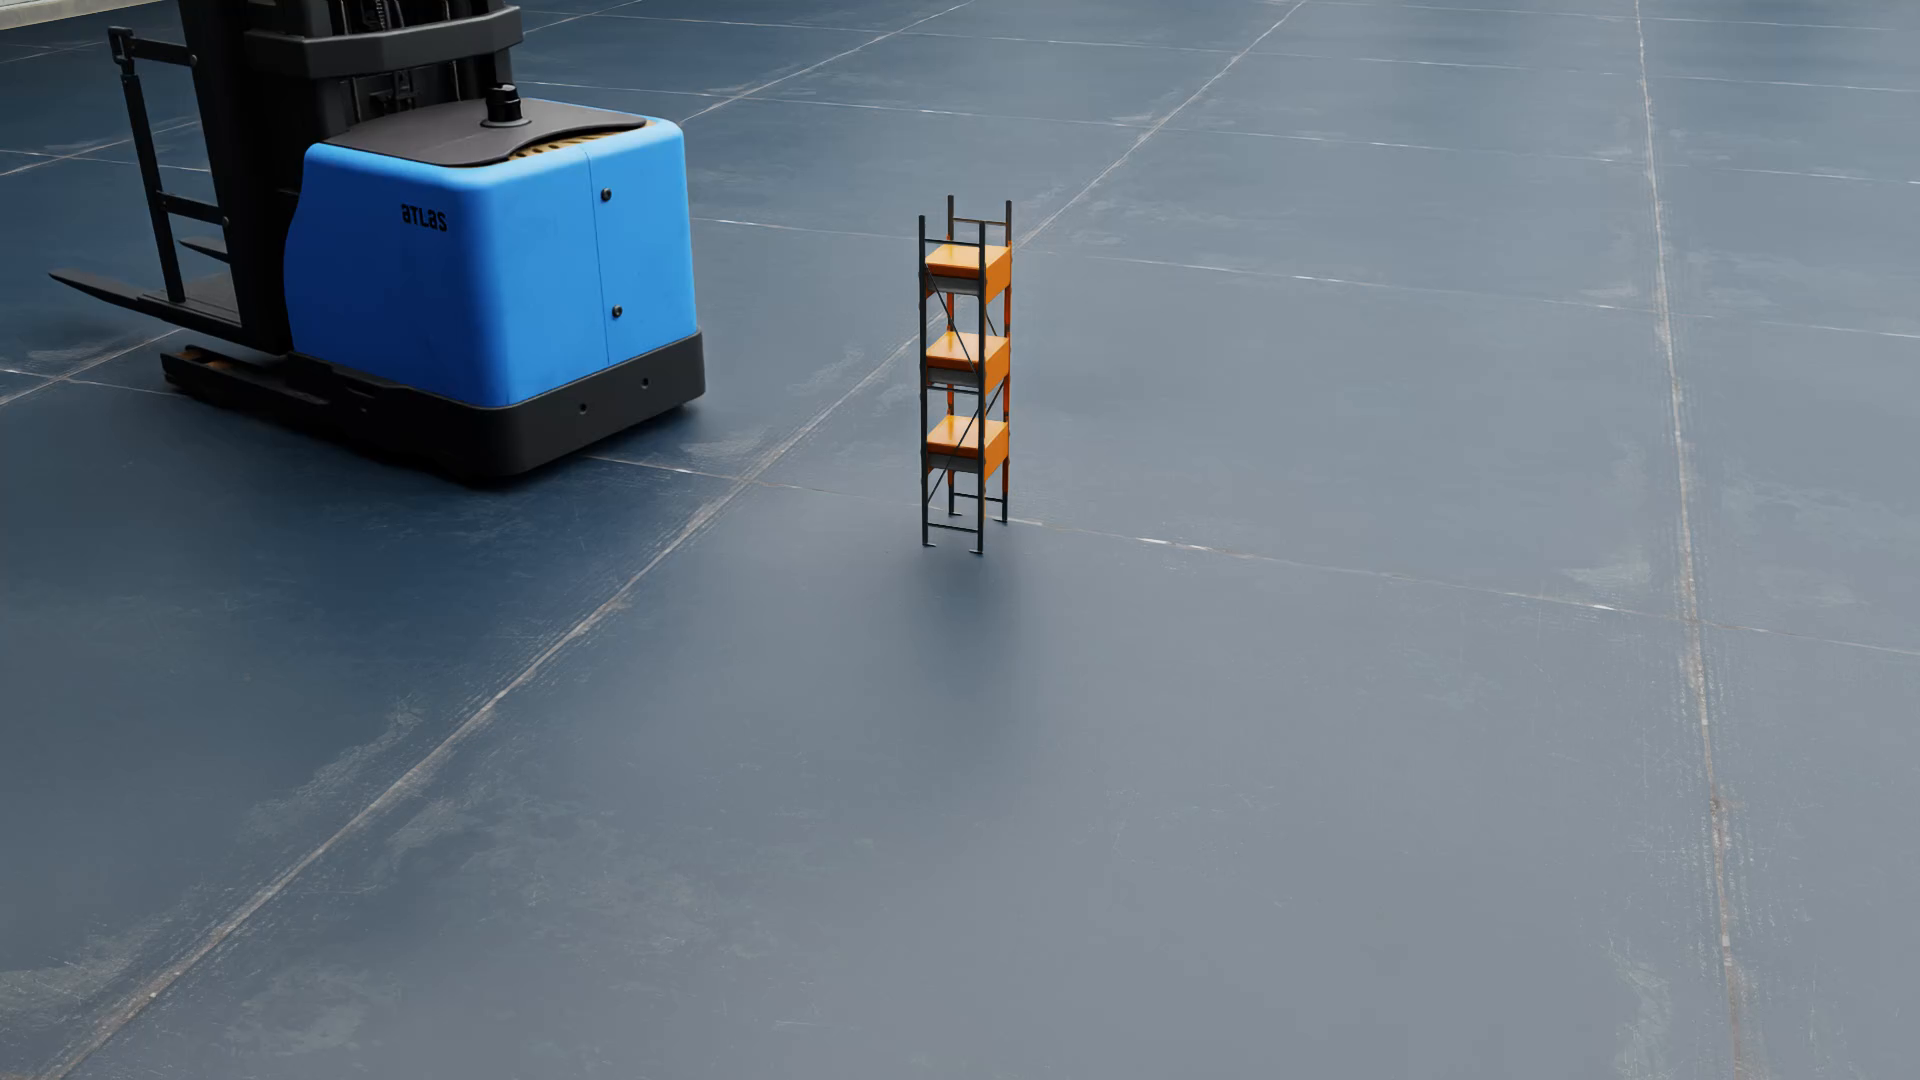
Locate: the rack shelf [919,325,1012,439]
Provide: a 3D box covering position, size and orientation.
[{"bbox_3d":[0.018,-0.485,5.071,0.215,0.259,0.240,9,27,17],"label":"rack shelf"}]

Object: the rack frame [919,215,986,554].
[{"bbox_3d":[-0.023,-0.444,4.963,0.200,1.050,0.008,9,27,17],"label":"rack frame"}]

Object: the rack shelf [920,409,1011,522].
[{"bbox_3d":[0.018,-0.235,5.192,0.215,0.259,0.240,9,27,17],"label":"rack shelf"}]

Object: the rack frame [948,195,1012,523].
[{"bbox_3d":[0.058,-0.545,5.170,0.200,1.050,0.008,9,27,17],"label":"rack frame"}]

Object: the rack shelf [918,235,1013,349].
[{"bbox_3d":[0.018,-0.740,4.948,0.215,0.259,0.240,9,27,17],"label":"rack shelf"}]

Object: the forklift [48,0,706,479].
[{"bbox_3d":[-2.458,-2.008,6.034,3.031,2.935,1.130,17,30,31],"label":"forklift"}]

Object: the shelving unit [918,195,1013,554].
[{"bbox_3d":[0.018,-0.495,5.067,0.215,1.050,0.252,9,27,17],"label":"shelving unit"}]
